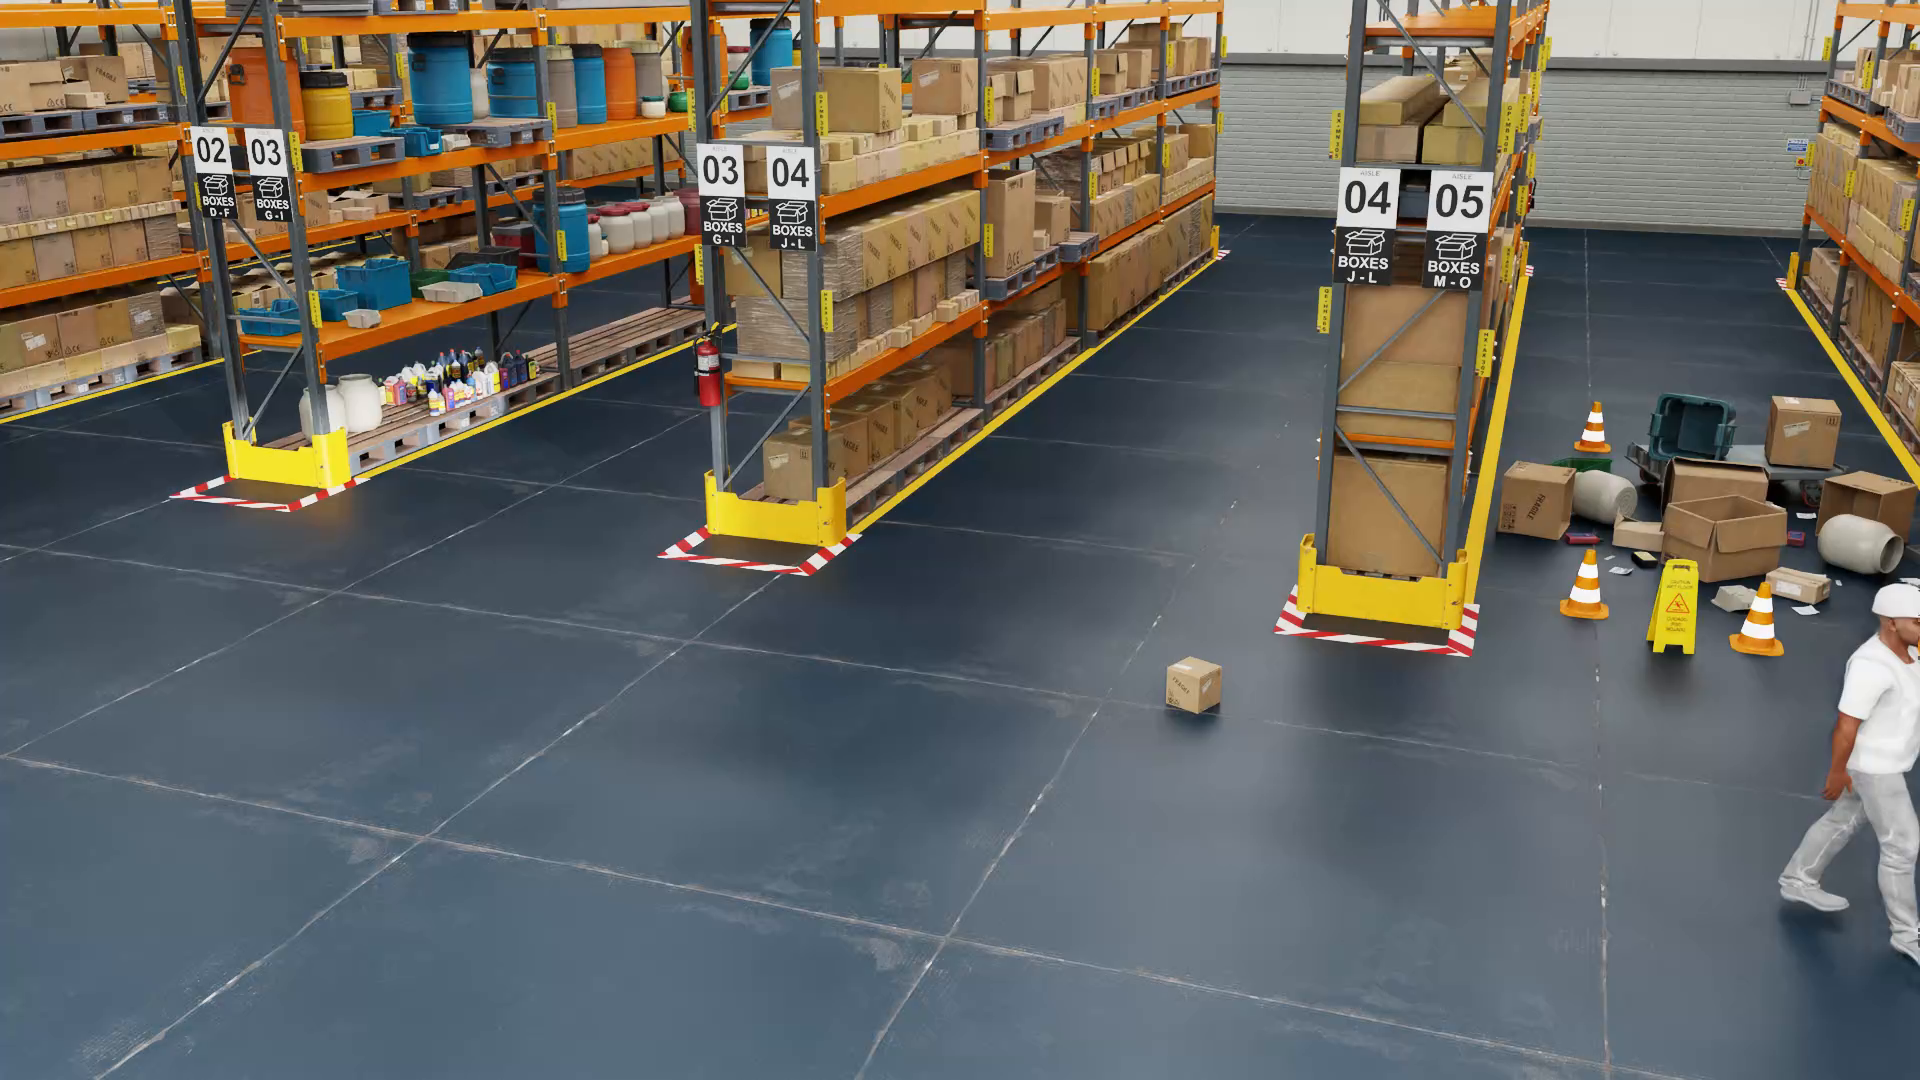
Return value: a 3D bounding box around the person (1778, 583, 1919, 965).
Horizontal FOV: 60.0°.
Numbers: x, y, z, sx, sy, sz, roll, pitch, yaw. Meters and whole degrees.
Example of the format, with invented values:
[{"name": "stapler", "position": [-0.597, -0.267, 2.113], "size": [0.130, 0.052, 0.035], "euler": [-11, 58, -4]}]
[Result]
[{"name": "person", "position": [4.418, 1.068, 7.822], "size": [0.844, 1.772, 0.590], "euler": [15, 24, 38]}]
